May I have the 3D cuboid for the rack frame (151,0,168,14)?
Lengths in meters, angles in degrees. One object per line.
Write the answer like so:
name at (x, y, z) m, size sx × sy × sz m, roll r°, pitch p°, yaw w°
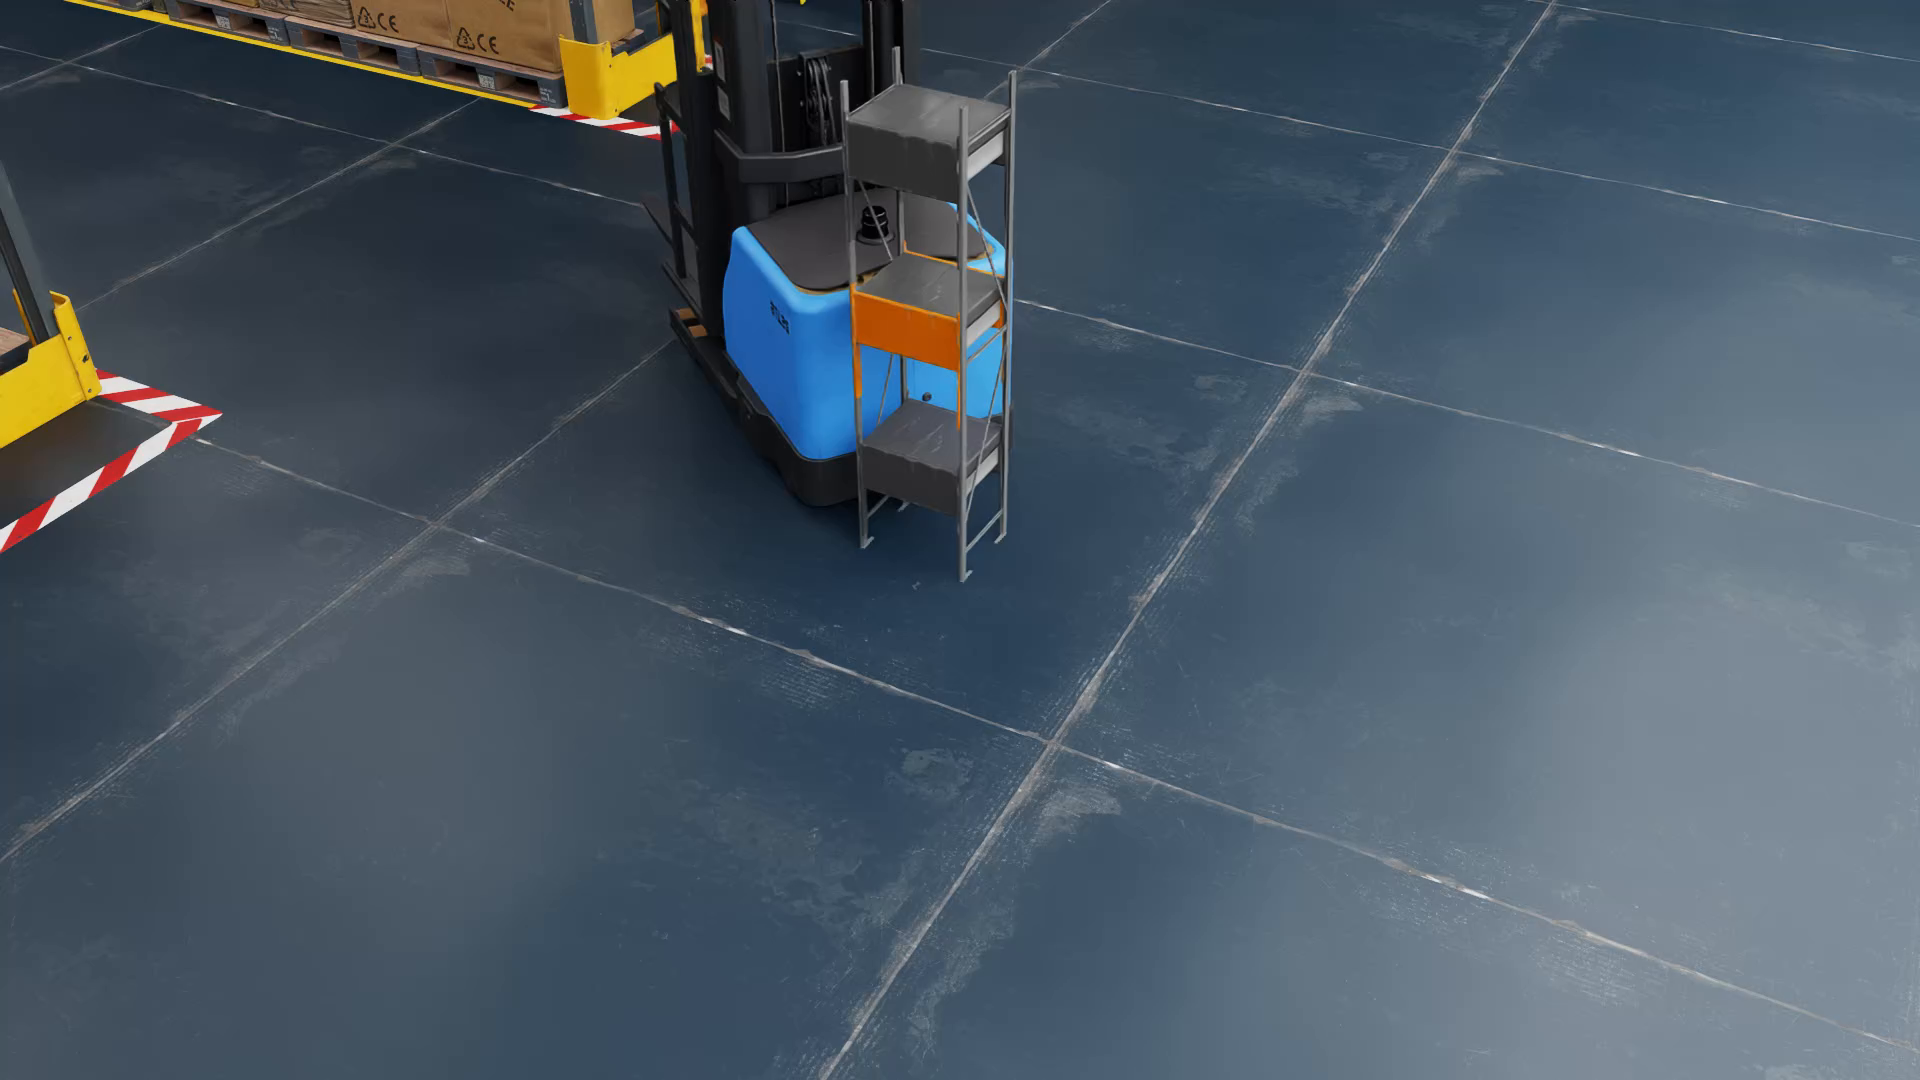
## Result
rack frame at (-5.756, -5.405, 11.889) m, size 0.127 × 3.000 × 1.000 m, roll 17°, pitch 41°, yaw 21°

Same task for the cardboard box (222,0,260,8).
cardboard box at (-5.230, -4.513, 12.125) m, size 0.875 × 0.875 × 0.875 m, roll 18°, pitch 41°, yaw 22°

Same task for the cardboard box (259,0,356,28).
cardboard box at (-4.428, -4.265, 11.797) m, size 0.875 × 0.875 × 0.875 m, roll 18°, pitch 41°, yaw 22°

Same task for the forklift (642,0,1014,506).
forklift at (-0.847, -2.200, 7.724) m, size 1.130 × 2.935 × 3.031 m, roll -16°, pitch 40°, yaw -20°

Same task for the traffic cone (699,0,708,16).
traffic cone at (-2.023, -4.192, 12.390) m, size 0.334 × 0.463 × 0.336 m, roll 17°, pitch 41°, yaw 21°

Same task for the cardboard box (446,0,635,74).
cardboard box at (-2.837, -3.767, 11.141) m, size 0.875 × 0.875 × 0.875 m, roll 18°, pitch 41°, yaw 22°

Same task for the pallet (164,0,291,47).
pallet at (-5.117, -4.041, 12.398) m, size 1.213 × 0.211 × 1.003 m, roll 17°, pitch 41°, yaw 21°

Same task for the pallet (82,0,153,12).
pallet at (-6.476, -4.468, 12.962) m, size 1.213 × 0.211 × 1.003 m, roll 17°, pitch 41°, yaw 21°

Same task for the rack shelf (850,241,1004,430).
rack shelf at (-0.114, -0.818, 6.613) m, size 0.480 × 0.518 × 0.431 m, roll 19°, pitch 41°, yaw 23°

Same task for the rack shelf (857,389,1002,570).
rack shelf at (-0.114, -0.260, 7.036) m, size 0.480 × 0.518 × 0.431 m, roll 19°, pitch 41°, yaw 23°

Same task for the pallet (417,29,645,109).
pallet at (-2.950, -3.362, 11.505) m, size 1.213 × 0.211 × 1.003 m, roll 17°, pitch 41°, yaw 21°

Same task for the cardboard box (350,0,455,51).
cardboard box at (-3.619, -4.010, 11.462) m, size 0.875 × 0.875 × 0.875 m, roll 17°, pitch 40°, yaw 21°

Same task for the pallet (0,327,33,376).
pallet at (-5.347, -0.813, 8.146) m, size 1.213 × 0.211 × 1.003 m, roll 17°, pitch 41°, yaw 21°

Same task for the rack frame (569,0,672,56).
rack frame at (-2.204, -4.293, 10.424) m, size 0.127 × 3.000 × 1.000 m, roll 17°, pitch 41°, yaw 21°

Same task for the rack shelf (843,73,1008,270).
rack shelf at (-0.114, -1.375, 6.190) m, size 0.480 × 0.518 × 0.431 m, roll 19°, pitch 41°, yaw 23°

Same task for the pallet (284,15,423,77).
pallet at (-4.029, -3.702, 11.953) m, size 1.213 × 0.211 × 1.003 m, roll 17°, pitch 41°, yaw 21°

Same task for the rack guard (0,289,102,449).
rack guard at (-4.642, -0.683, 7.737) m, size 0.348 × 0.500 × 1.175 m, roll 17°, pitch 41°, yaw 21°

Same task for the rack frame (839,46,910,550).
rack frame at (-0.327, -0.900, 6.699) m, size 0.015 × 2.100 × 0.400 m, roll 19°, pitch 41°, yaw 23°

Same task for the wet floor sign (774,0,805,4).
wet floor sign at (-1.268, -4.410, 12.526) m, size 0.232 × 0.644 × 0.267 m, roll 11°, pitch 38°, yaw 14°

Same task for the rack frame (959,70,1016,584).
rack frame at (0.100, -0.757, 6.511) m, size 0.015 × 2.100 × 0.400 m, roll 19°, pitch 41°, yaw 23°

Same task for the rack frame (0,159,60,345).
rack frame at (-4.575, -1.658, 6.953) m, size 0.127 × 3.000 × 1.000 m, roll 17°, pitch 41°, yaw 21°

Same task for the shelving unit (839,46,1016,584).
shelving unit at (-0.114, -0.829, 6.605) m, size 0.503 × 2.100 × 0.431 m, roll 19°, pitch 41°, yaw 23°

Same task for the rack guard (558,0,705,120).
rack guard at (-2.183, -3.290, 11.171) m, size 0.348 × 0.500 × 1.175 m, roll 17°, pitch 41°, yaw 21°
